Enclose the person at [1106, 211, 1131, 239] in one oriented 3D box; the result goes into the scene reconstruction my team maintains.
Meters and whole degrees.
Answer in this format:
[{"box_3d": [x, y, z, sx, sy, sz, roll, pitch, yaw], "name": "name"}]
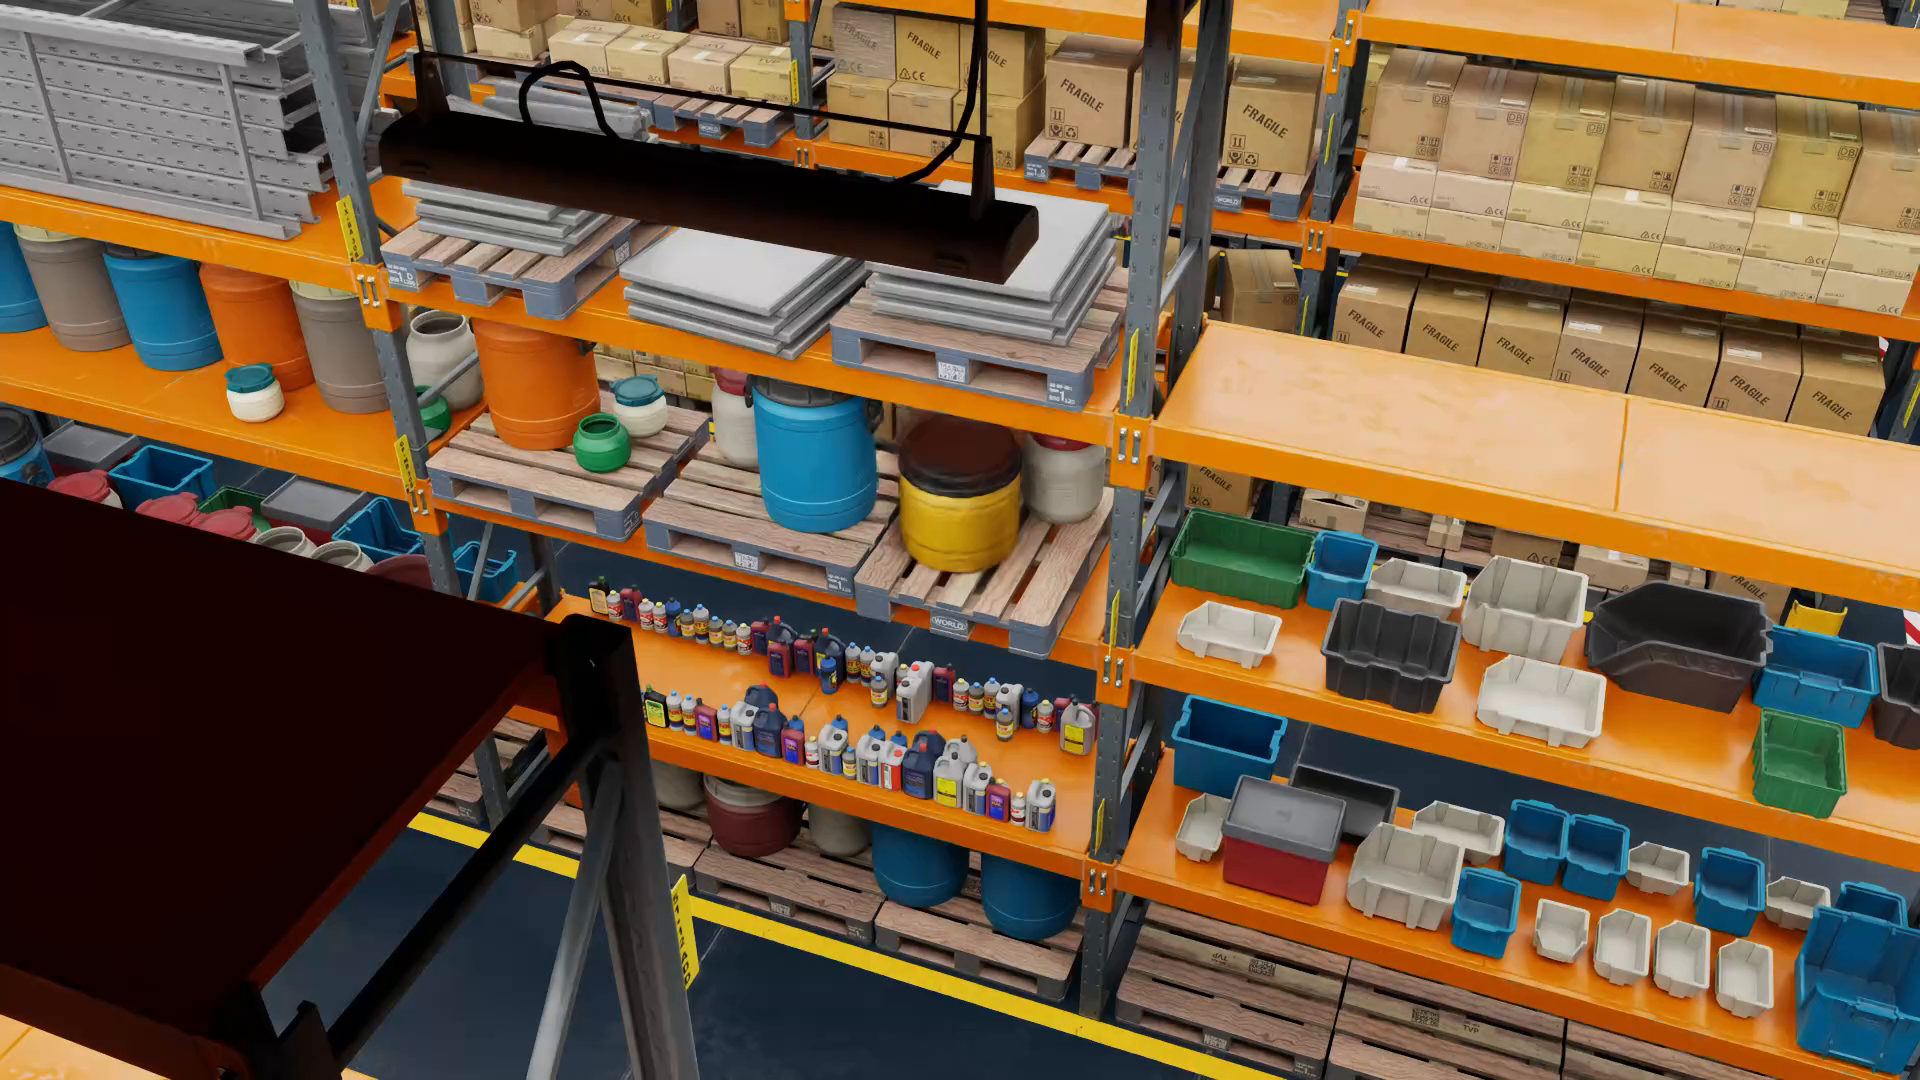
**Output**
[{"box_3d": [1.383, -3.067, 16.043, 0.521, 1.765, 0.544, 24, 43, 29], "name": "person"}]
